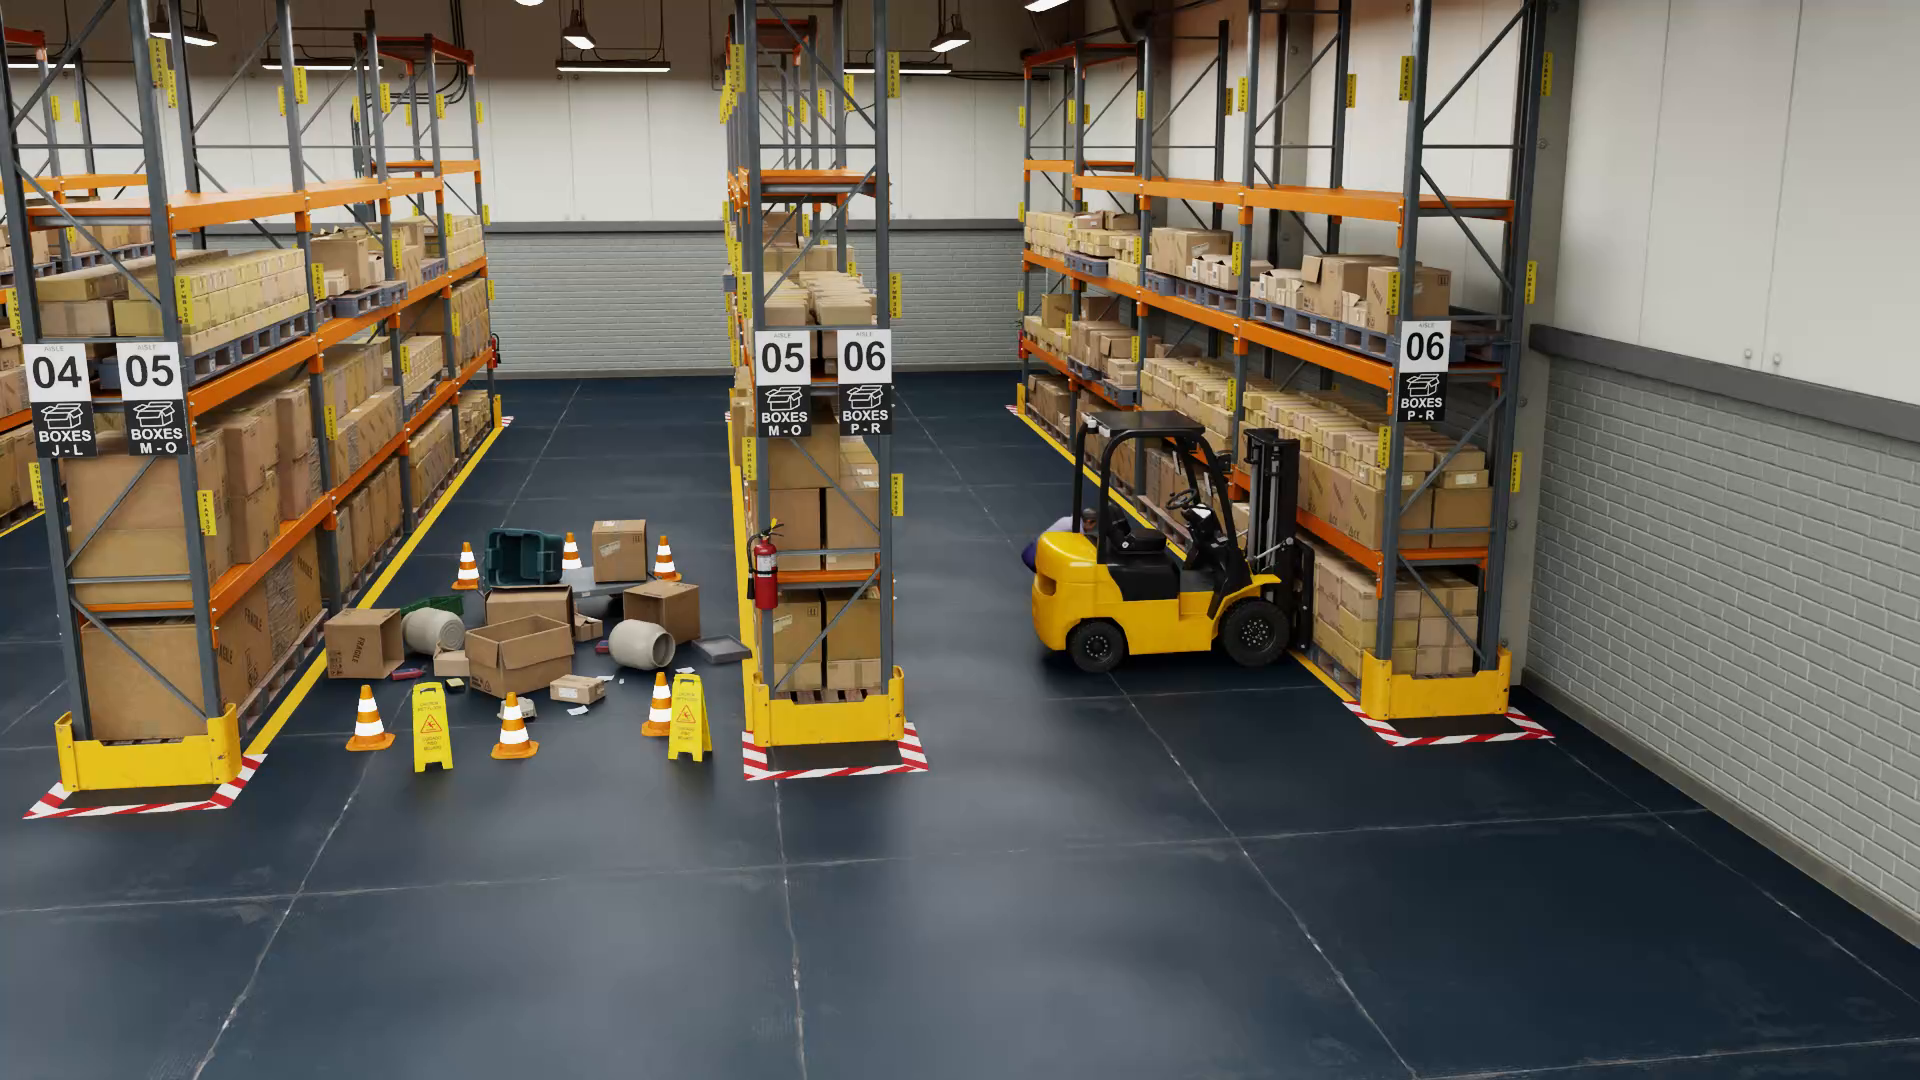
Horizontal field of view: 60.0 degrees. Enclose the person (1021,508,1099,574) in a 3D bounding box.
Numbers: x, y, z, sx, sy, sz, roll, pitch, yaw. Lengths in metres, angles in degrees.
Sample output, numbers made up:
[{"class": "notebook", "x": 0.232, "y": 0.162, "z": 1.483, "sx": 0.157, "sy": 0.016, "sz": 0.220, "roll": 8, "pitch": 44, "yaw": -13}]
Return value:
[{"class": "person", "x": 1.019, "y": 0.191, "z": 16.607, "sx": 0.803, "sy": 1.013, "sz": 0.529, "roll": -2, "pitch": 13, "yaw": -8}]
